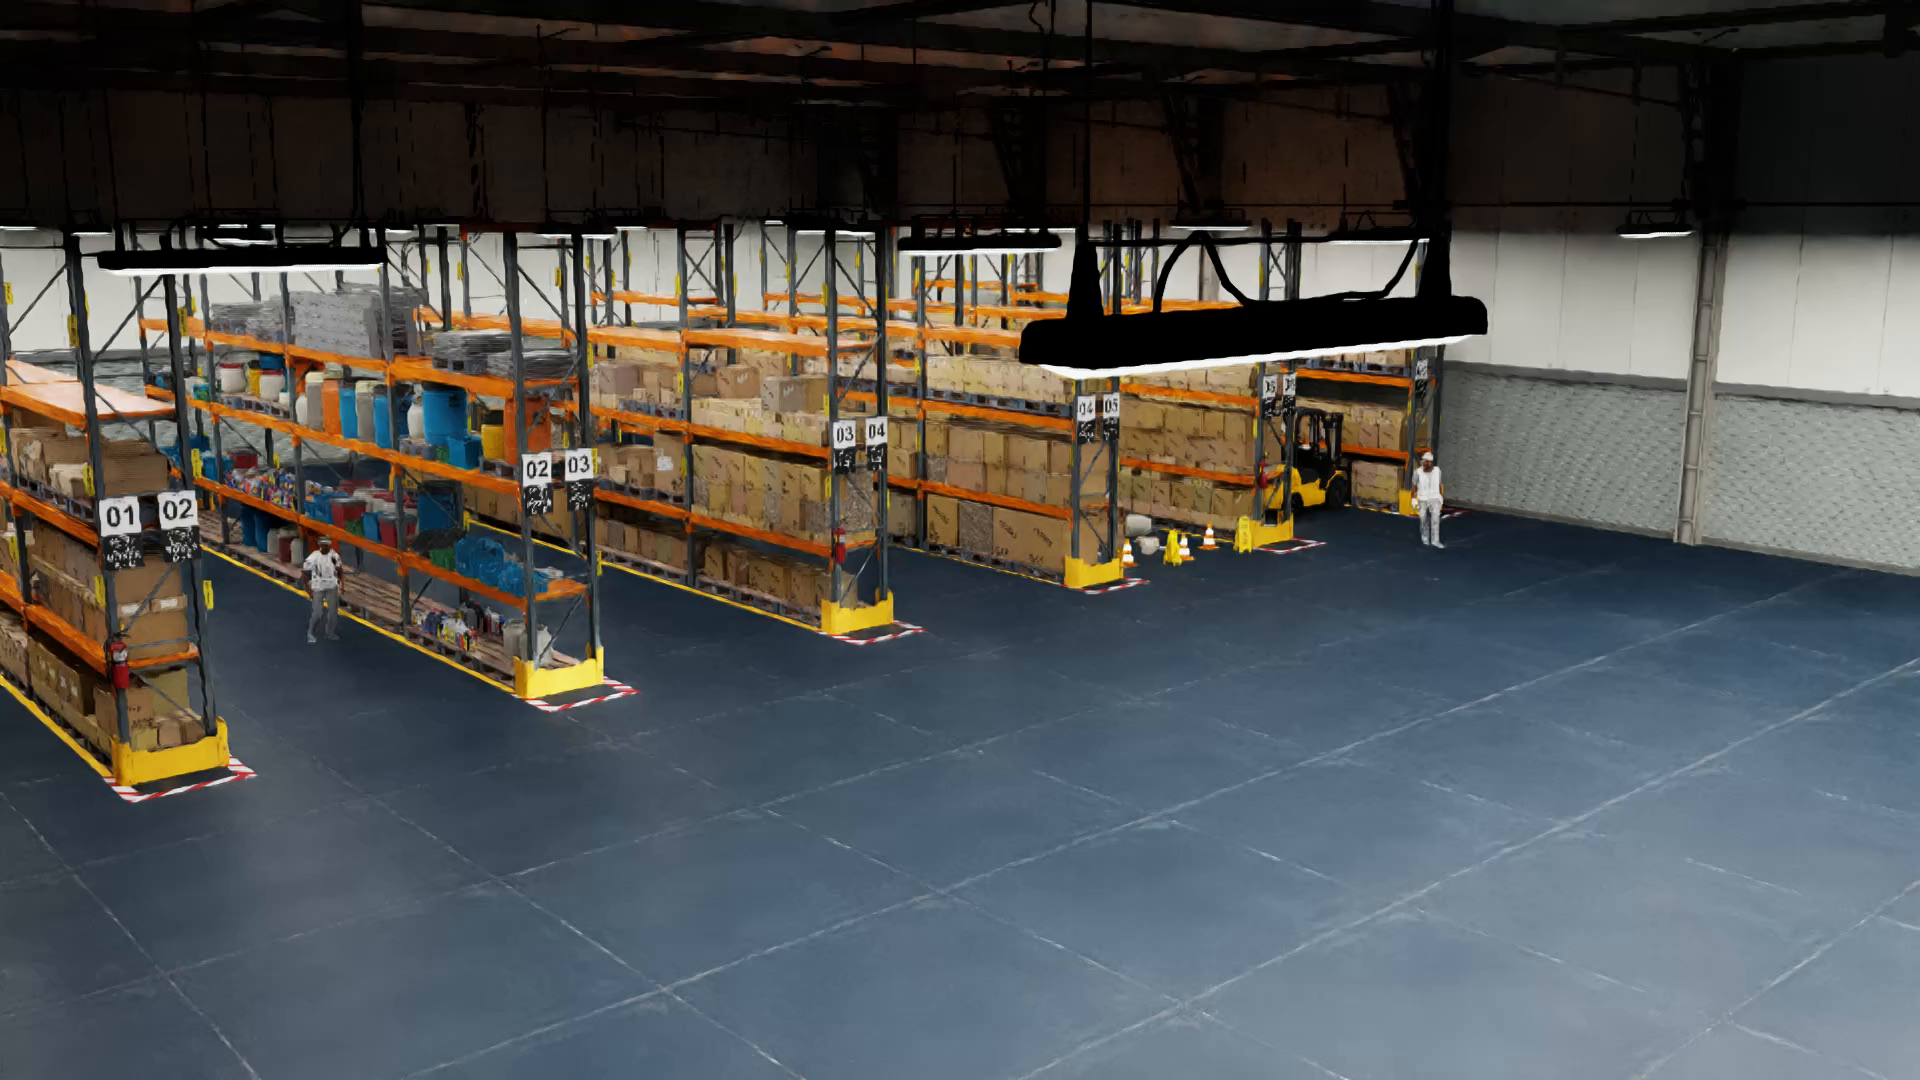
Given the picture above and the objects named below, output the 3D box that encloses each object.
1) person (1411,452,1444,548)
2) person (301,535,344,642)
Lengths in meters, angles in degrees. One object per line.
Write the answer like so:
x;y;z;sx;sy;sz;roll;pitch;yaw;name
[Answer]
8.769;-0.768;31.144;0.648;1.778;0.485;2;12;11;person
-9.312;0.697;24.340;0.592;1.629;0.526;-10;15;-42;person
